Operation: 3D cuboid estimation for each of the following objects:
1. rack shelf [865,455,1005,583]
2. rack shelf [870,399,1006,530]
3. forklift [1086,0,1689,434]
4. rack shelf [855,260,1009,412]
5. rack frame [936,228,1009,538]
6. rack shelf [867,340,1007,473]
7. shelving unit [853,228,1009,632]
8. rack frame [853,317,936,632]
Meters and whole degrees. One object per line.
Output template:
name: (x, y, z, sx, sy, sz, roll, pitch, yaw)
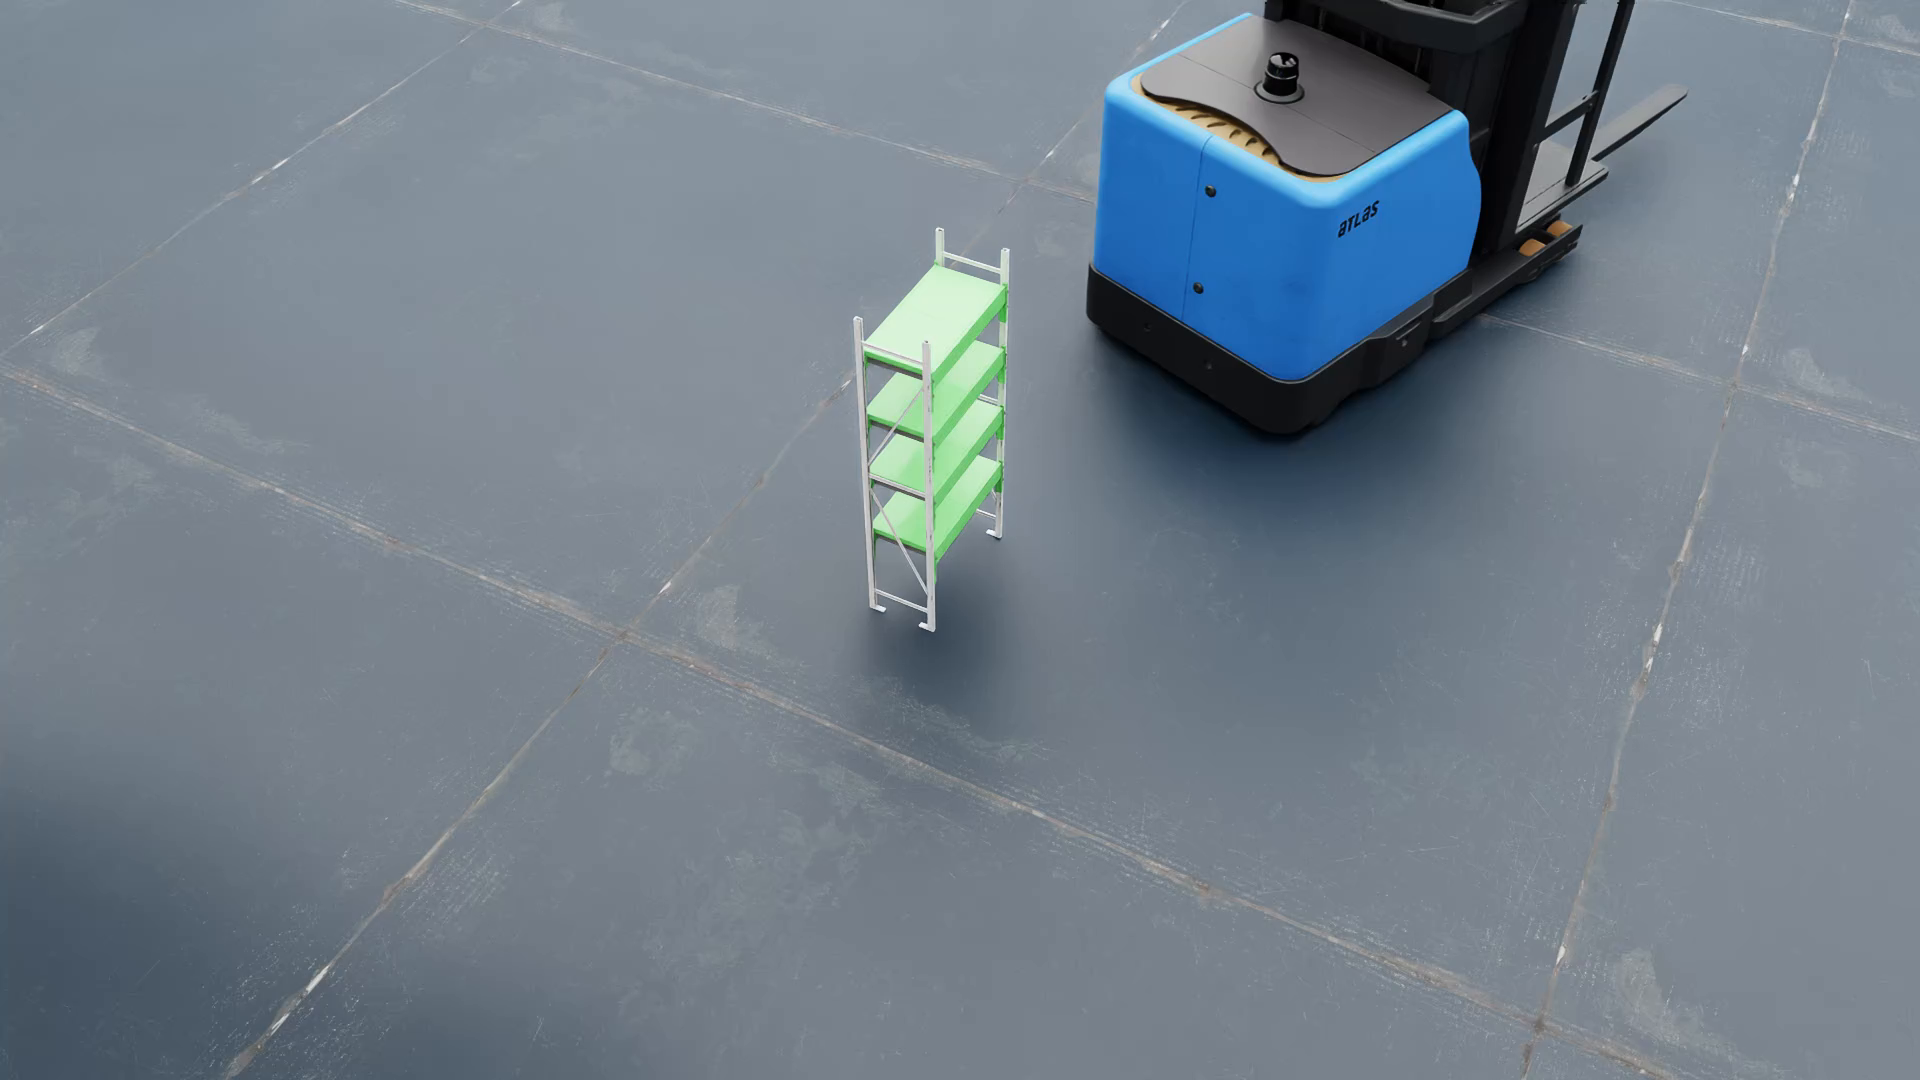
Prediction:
rack shelf: (-0.077, -0.104, 5.436, 0.258, 0.148, 0.480, 20, 49, 19)
rack shelf: (-0.077, -0.273, 5.266, 0.258, 0.148, 0.480, 20, 49, 19)
forklift: (1.919, -2.336, 5.998, 3.031, 2.935, 1.130, -33, 54, -28)
rack shelf: (-0.077, -0.610, 4.924, 0.258, 0.148, 0.480, 20, 49, 19)
rack frame: (0.036, -0.471, 5.372, 0.240, 1.200, 0.015, 20, 49, 19)
rack shelf: (-0.077, -0.441, 5.095, 0.258, 0.148, 0.480, 20, 49, 19)
shelving unit: (-0.077, -0.317, 5.220, 0.258, 1.200, 0.503, 20, 49, 19)
rack frame: (-0.190, -0.164, 5.068, 0.240, 1.200, 0.015, 20, 49, 19)
